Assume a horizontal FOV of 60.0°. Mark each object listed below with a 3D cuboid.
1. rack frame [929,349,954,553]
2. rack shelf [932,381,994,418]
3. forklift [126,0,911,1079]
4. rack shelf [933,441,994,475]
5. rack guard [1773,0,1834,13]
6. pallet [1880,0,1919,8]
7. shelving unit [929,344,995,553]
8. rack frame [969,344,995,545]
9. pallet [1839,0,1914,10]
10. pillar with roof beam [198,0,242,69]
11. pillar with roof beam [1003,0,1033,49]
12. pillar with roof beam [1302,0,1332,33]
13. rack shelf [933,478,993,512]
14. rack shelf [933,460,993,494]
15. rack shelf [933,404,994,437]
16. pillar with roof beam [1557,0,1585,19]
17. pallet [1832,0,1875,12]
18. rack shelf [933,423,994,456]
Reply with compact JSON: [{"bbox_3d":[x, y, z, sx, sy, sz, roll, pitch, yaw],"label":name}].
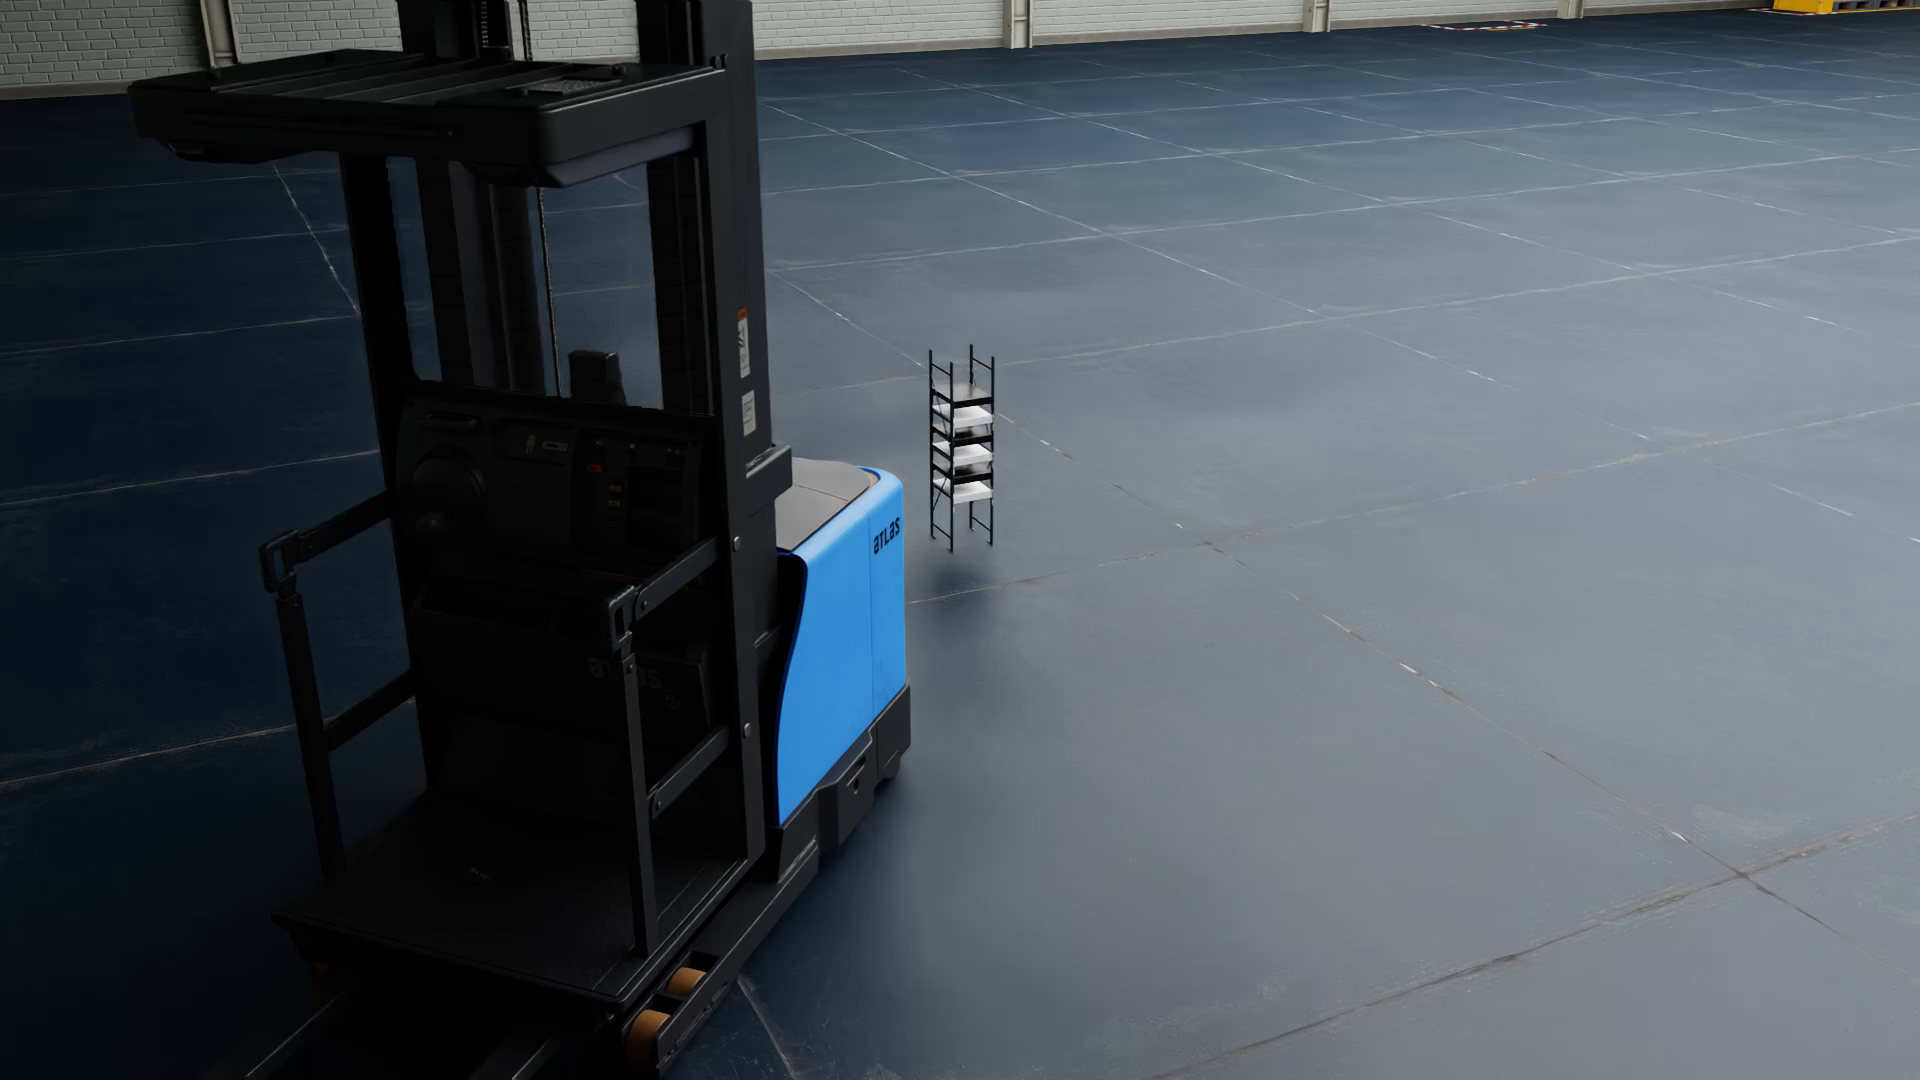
[{"bbox_3d":[-0.084,-0.400,7.540,0.006,0.900,0.240,-10,25,-24],"label":"rack frame"},{"bbox_3d":[0.007,-0.636,7.491,0.200,0.077,0.258,-10,25,-24],"label":"rack shelf"},{"bbox_3d":[-1.170,-0.131,4.234,1.130,2.935,3.031,8,24,19],"label":"forklift"},{"bbox_3d":[0.007,-0.386,7.594,0.200,0.077,0.258,-10,25,-24],"label":"rack shelf"},{"bbox_3d":[16.973,-10.902,33.434,0.348,0.500,1.175,-10,25,-24],"label":"rack guard"},{"bbox_3d":[19.919,-11.296,34.763,1.213,0.211,1.003,-10,25,-24],"label":"pallet"},{"bbox_3d":[0.007,-0.417,7.581,0.210,0.900,0.258,-10,25,-24],"label":"shelving unit"},{"bbox_3d":[0.099,-0.434,7.622,0.006,0.900,0.240,-10,25,-24],"label":"rack frame"},{"bbox_3d":[18.818,-11.092,34.270,1.213,0.211,1.003,-10,25,-24],"label":"pallet"},{"bbox_3d":[-8.004,-8.771,17.172,0.400,9.000,9.100,-10,25,-24],"label":"pillar with roof beam"},{"bbox_3d":[2.808,-10.761,21.981,0.400,9.000,9.100,-10,25,-24],"label":"pillar with roof beam"},{"bbox_3d":[8.215,-11.756,24.385,0.400,9.000,9.100,-10,25,-24],"label":"pillar with roof beam"},{"bbox_3d":[0.007,-0.220,7.663,0.200,0.077,0.258,-10,25,-24],"label":"rack shelf"},{"bbox_3d":[0.007,-0.303,7.628,0.200,0.077,0.258,-10,25,-24],"label":"rack shelf"},{"bbox_3d":[0.007,-0.553,7.525,0.200,0.077,0.258,-10,25,-24],"label":"rack shelf"},{"bbox_3d":[13.621,-12.752,26.790,0.400,9.000,9.100,-10,25,-24],"label":"pillar with roof beam"},{"bbox_3d":[17.721,-10.891,33.785,1.213,0.211,1.003,-10,25,-24],"label":"pallet"},{"bbox_3d":[0.007,-0.469,7.559,0.200,0.077,0.258,-10,25,-24],"label":"rack shelf"}]
